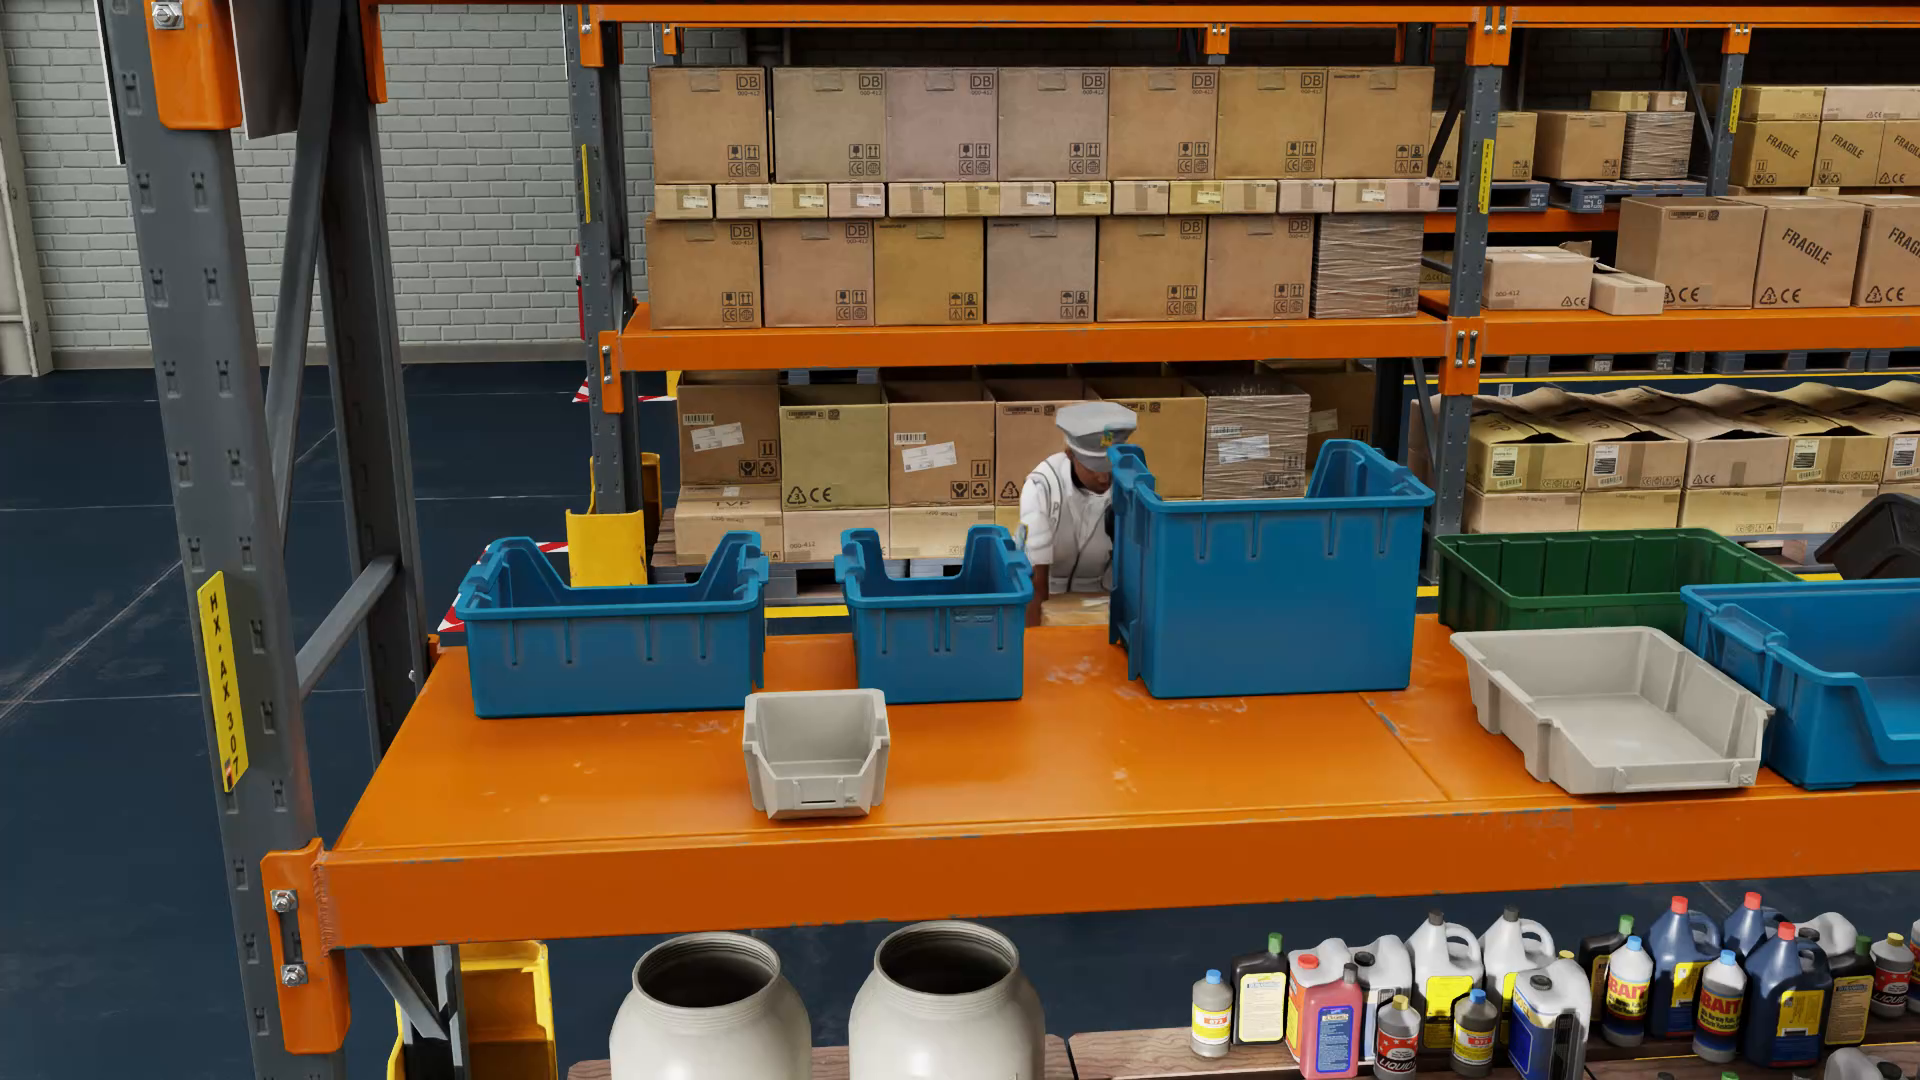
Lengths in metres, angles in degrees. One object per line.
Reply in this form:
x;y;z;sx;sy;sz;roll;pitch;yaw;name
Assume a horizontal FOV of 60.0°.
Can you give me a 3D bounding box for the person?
0.369;0.285;5.328;0.414;1.540;0.668;-2;17;-7;person
